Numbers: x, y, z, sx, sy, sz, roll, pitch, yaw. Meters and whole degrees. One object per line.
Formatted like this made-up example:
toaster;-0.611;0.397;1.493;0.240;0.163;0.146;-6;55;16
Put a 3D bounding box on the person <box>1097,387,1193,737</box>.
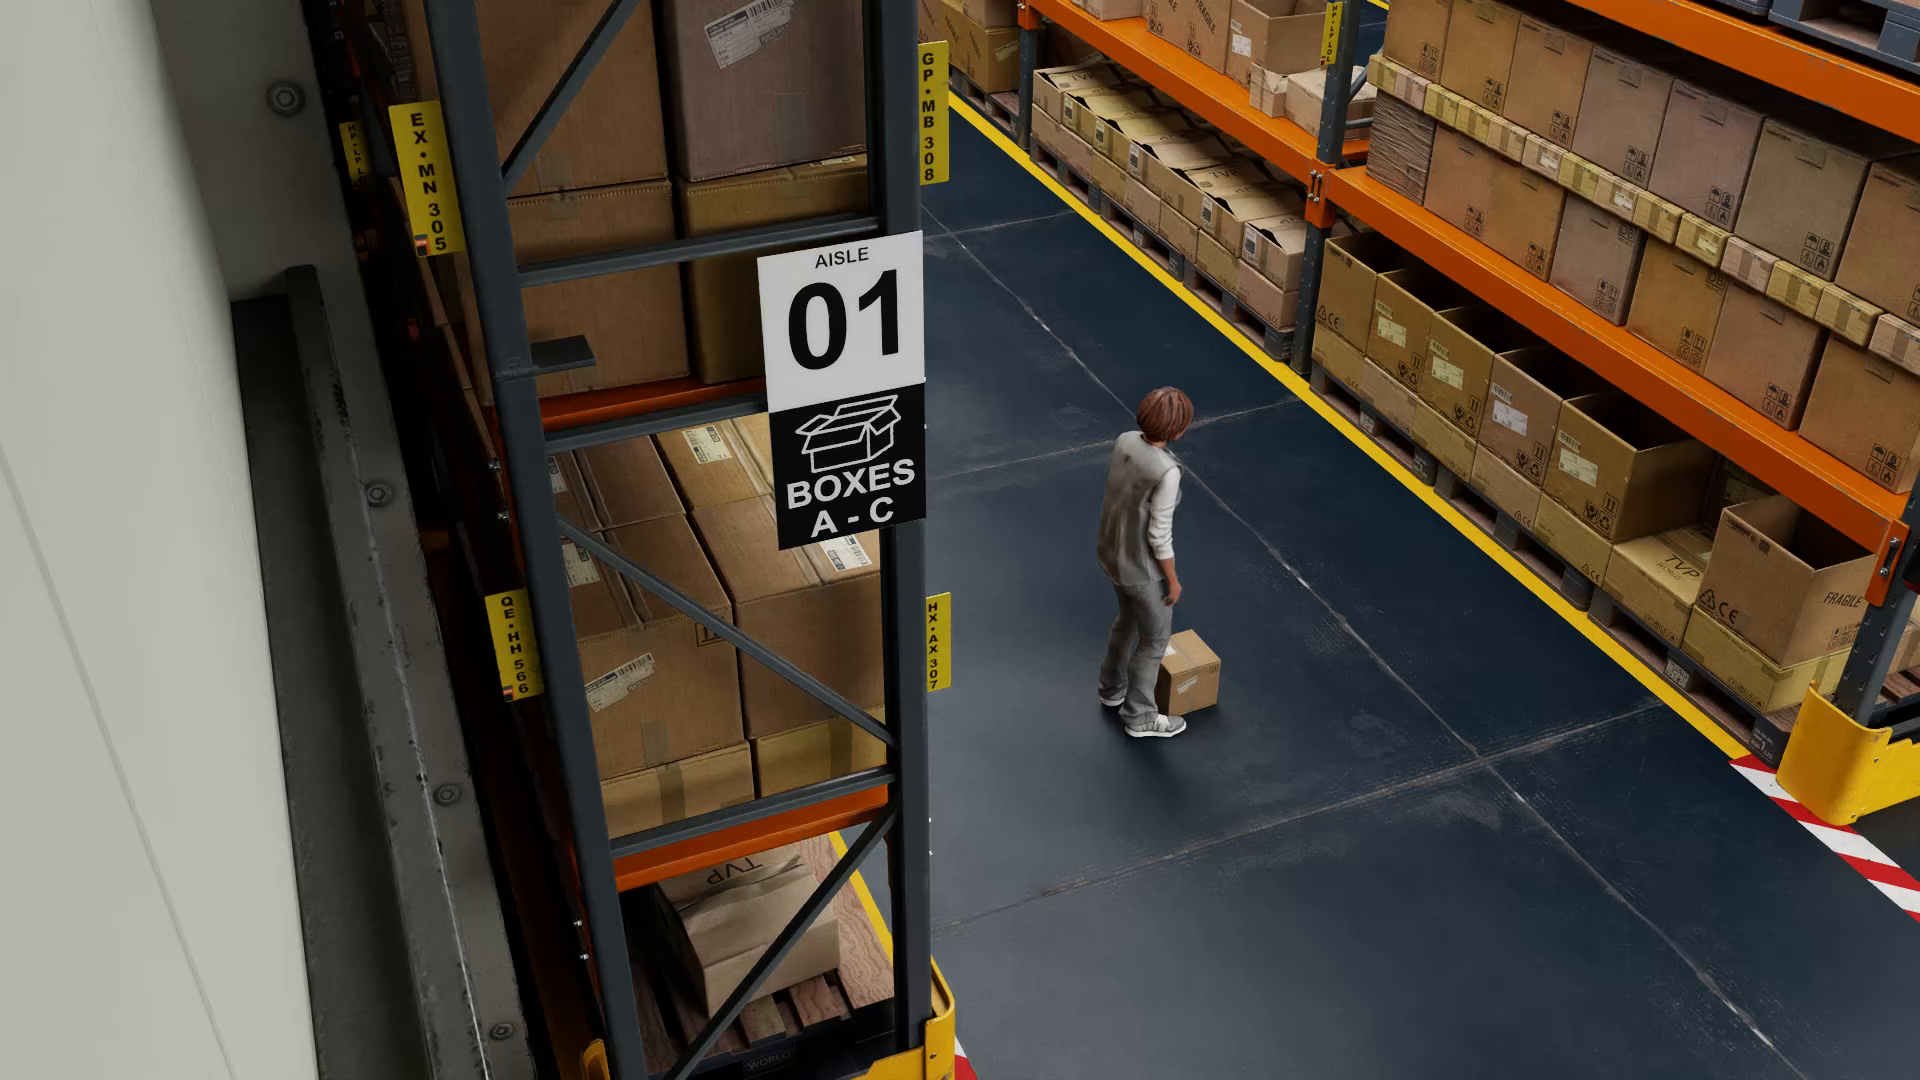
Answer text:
person;0.758;0.095;6.920;0.344;1.593;0.463;-13;36;-19
